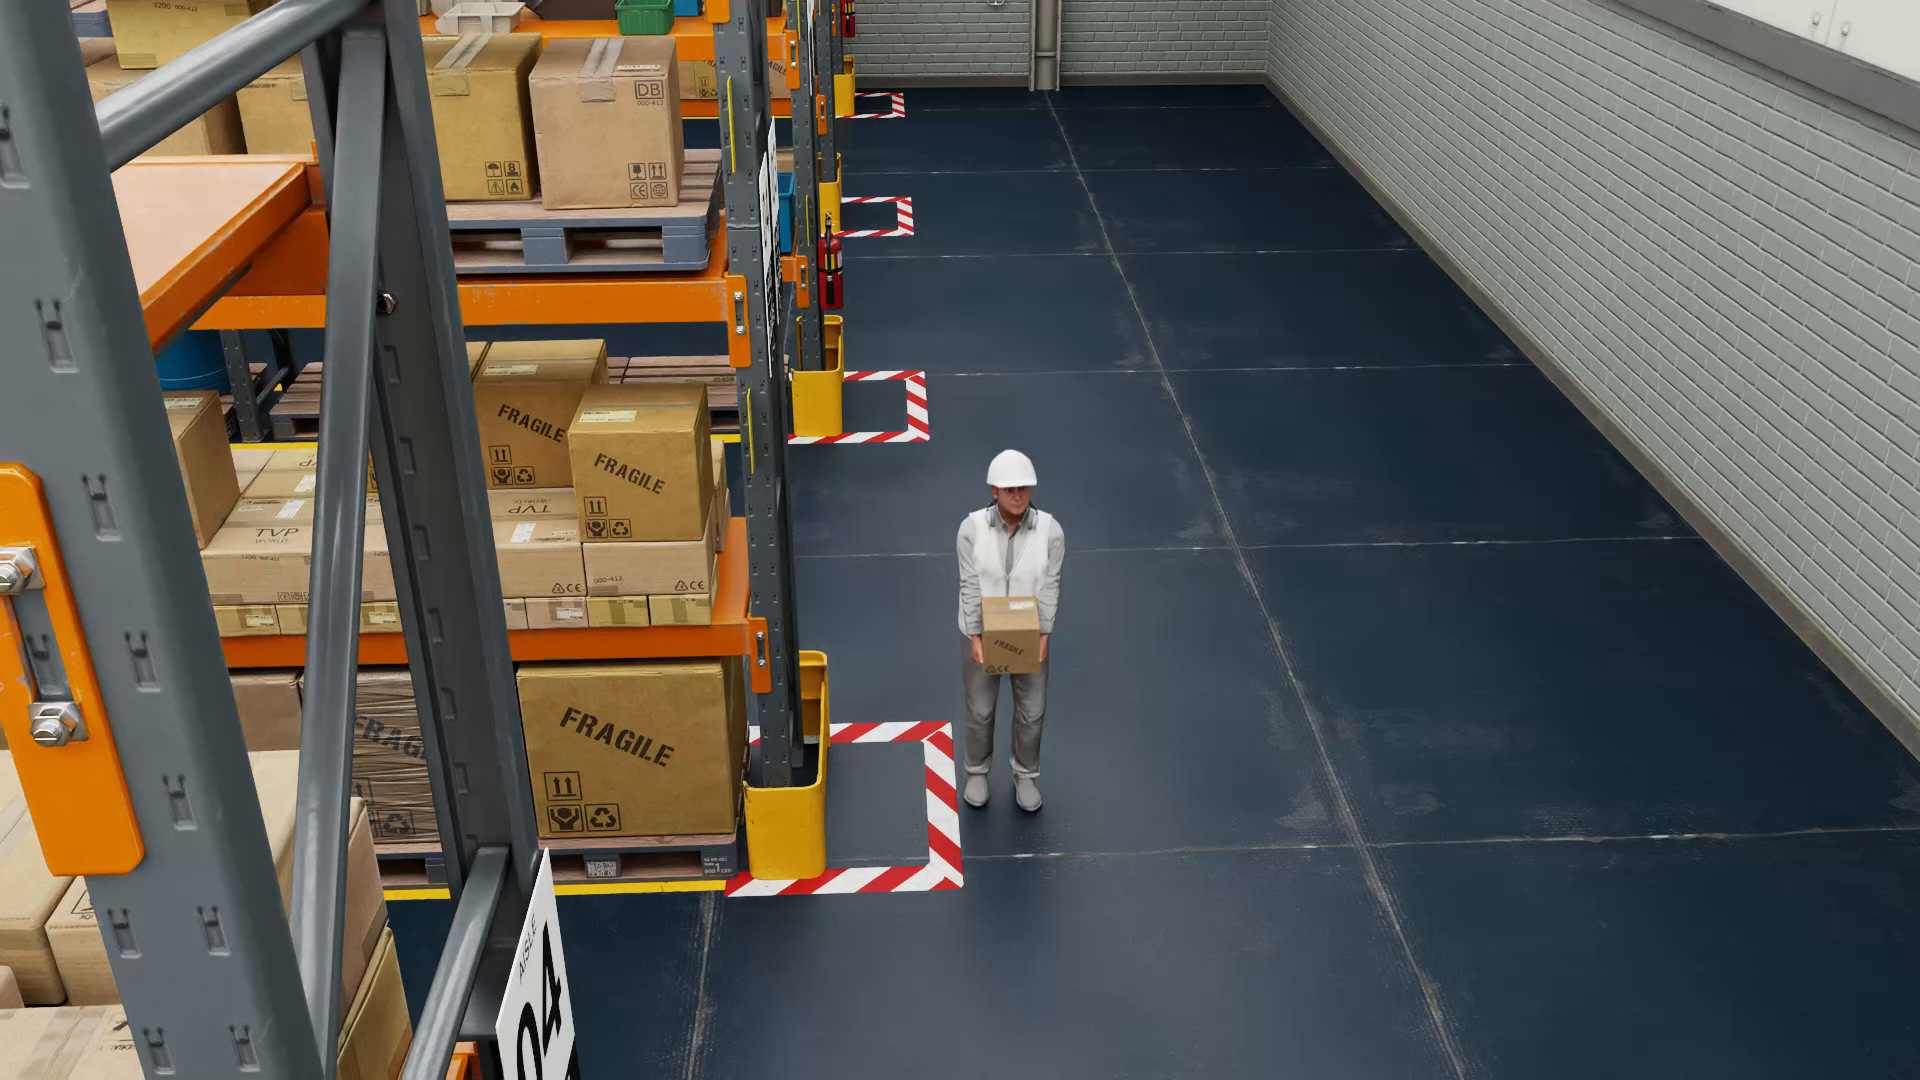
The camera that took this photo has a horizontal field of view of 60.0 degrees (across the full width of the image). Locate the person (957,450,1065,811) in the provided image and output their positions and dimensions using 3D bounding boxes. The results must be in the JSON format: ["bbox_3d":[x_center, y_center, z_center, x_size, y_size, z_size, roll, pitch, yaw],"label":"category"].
[{"bbox_3d":[0.236,0.466,7.702,0.494,1.762,0.563,-1,27,-2],"label":"person"}]
